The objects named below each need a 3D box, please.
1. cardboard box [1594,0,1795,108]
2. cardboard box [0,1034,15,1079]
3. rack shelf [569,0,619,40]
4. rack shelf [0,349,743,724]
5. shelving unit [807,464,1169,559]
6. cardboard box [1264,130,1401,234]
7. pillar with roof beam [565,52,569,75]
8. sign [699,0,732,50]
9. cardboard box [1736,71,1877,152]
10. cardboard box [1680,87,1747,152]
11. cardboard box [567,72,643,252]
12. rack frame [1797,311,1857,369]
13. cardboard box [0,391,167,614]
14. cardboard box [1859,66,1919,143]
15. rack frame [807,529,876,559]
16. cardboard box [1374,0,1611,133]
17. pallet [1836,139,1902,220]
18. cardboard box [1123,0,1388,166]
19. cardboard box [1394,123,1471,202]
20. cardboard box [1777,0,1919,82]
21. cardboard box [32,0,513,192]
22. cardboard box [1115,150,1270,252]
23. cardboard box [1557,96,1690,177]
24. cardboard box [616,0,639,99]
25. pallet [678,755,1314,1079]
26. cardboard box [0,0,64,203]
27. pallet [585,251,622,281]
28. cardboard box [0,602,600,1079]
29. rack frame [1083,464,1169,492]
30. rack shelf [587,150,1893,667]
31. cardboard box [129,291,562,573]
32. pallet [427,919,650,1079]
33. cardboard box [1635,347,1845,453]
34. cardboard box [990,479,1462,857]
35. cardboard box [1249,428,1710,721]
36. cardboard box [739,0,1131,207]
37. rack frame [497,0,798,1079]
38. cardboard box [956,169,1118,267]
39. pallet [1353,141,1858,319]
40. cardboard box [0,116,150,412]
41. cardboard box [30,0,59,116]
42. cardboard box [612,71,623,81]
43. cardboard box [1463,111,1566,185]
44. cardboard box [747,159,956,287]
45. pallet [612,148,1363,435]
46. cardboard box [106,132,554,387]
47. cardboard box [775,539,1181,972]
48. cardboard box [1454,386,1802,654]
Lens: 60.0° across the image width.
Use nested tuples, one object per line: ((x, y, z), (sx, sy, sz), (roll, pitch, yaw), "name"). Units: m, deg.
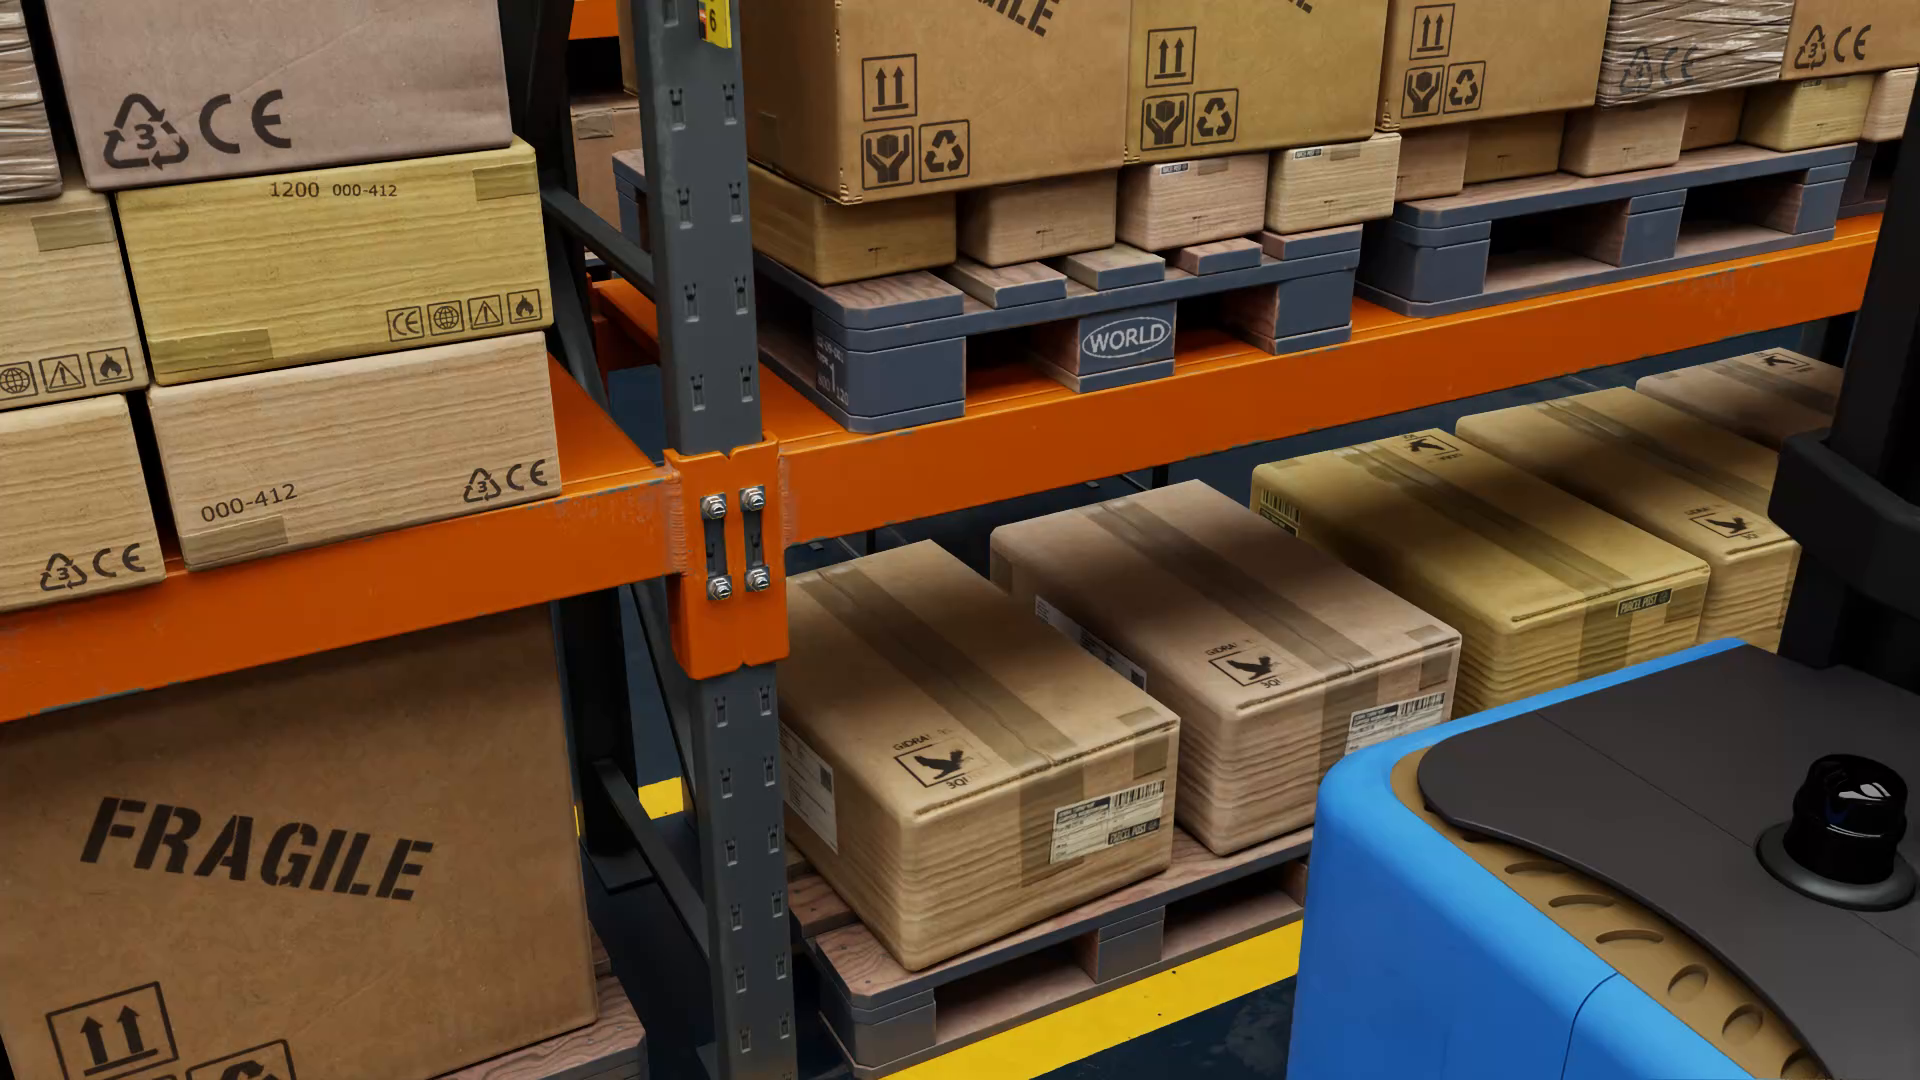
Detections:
((1.290, -1.174, 3.284), (0.500, 0.500, 0.500), (-14, 29, -27), "cardboard box")
((-2.020, 0.574, 2.558), (0.875, 0.875, 0.875), (-13, 28, -24), "cardboard box")
((-1.157, -2.461, 7.742), (4.000, 0.370, 1.077), (-13, 29, -25), "rack shelf")
((-2.347, 0.248, 2.099), (4.000, 0.370, 1.077), (-13, 29, -25), "rack shelf")
((0.075, -0.693, 4.962), (1.048, 1.500, 0.538), (-13, 29, -25), "shelving unit")
((0.573, -0.686, 3.018), (0.250, 0.149, 0.380), (-13, 28, -25), "cardboard box")
((-0.169, -4.048, 3.285), (0.400, 9.000, 9.100), (-13, 29, -25), "pillar with roof beam")
((-0.318, -0.794, 2.101), (0.005, 0.325, 0.100), (-13, 29, -25), "sign")
((1.716, -0.962, 3.592), (0.250, 0.149, 0.380), (-13, 29, -25), "cardboard box")
((1.435, -0.947, 3.562), (0.250, 0.149, 0.380), (-14, 29, -27), "cardboard box")
((-1.792, -1.755, 7.698), (0.625, 0.625, 0.875), (-12, 28, -23), "cardboard box")
((2.947, -1.298, 4.488), (0.127, 3.000, 1.000), (-13, 29, -25), "rack frame")
((-1.350, -0.104, 2.173), (0.500, 0.250, 0.500), (-12, 28, -24), "cardboard box")
((1.948, -0.998, 3.667), (0.250, 0.149, 0.380), (-13, 28, -25), "cardboard box")
((-0.373, -0.590, 4.746), (0.032, 1.500, 0.500), (-13, 29, -25), "rack frame")
((0.845, -1.075, 3.078), (0.500, 0.500, 0.500), (-12, 28, -24), "cardboard box")
((2.204, -1.112, 4.321), (1.213, 0.211, 1.003), (-13, 29, -25), "pallet")
((0.380, -0.964, 2.848), (0.500, 0.500, 0.500), (-11, 28, -22), "cardboard box")
((0.749, -0.765, 3.182), (0.250, 0.149, 0.380), (-11, 28, -22), "cardboard box")
((1.752, -1.281, 3.507), (0.500, 0.500, 0.500), (-12, 28, -23), "cardboard box")
((-0.916, -0.774, 2.126), (0.500, 0.500, 0.500), (-14, 29, -26), "cardboard box")
((0.320, -0.638, 2.917), (0.250, 0.149, 0.380), (-15, 29, -28), "cardboard box")
((1.241, -0.865, 3.392), (0.250, 0.149, 0.380), (-12, 28, -23), "cardboard box")
((-0.312, -1.051, 3.028), (0.500, 0.500, 0.500), (-14, 29, -27), "cardboard box")
((0.108, 0.615, 3.725), (1.213, 0.211, 1.003), (-13, 29, -25), "pallet")
((-1.364, -0.666, 1.902), (0.500, 0.500, 0.500), (-12, 28, -24), "cardboard box")
((-2.177, -1.274, 7.660), (1.213, 0.211, 1.003), (-13, 29, -25), "pallet")
((-1.231, 0.394, 2.933), (0.875, 0.875, 0.875), (-13, 29, -26), "cardboard box")
((0.524, -0.797, 5.177), (0.032, 1.500, 0.500), (-13, 29, -25), "rack frame")
((1.182, -0.566, 3.795), (4.000, 0.370, 1.077), (-13, 29, -25), "rack shelf")
((-0.906, -0.214, 2.403), (0.500, 0.250, 0.500), (-14, 29, -27), "cardboard box")
((-1.314, 0.905, 3.120), (1.213, 0.211, 1.003), (-13, 29, -25), "pallet")
((2.485, -0.195, 4.741), (0.625, 0.372, 0.950), (-13, 28, -24), "cardboard box")
((0.568, 0.247, 3.820), (0.625, 0.372, 0.950), (-14, 29, -26), "cardboard box")
((1.240, 0.095, 4.137), (0.625, 0.372, 0.950), (-12, 28, -23), "cardboard box")
((-0.076, -0.855, 2.621), (0.500, 0.500, 0.500), (-14, 29, -27), "cardboard box")
((-0.582, -0.483, 2.791), (0.127, 3.000, 1.000), (-13, 29, -25), "rack frame")
((0.057, -0.599, 2.838), (0.250, 0.149, 0.380), (-15, 29, -28), "cardboard box")
((1.145, -0.816, 3.705), (1.213, 0.211, 1.003), (-13, 29, -25), "pallet")
((-1.341, -0.340, 2.087), (0.500, 0.250, 0.500), (-14, 29, -26), "cardboard box")
((-1.566, -0.867, 2.320), (0.500, 0.500, 0.500), (-13, 28, -25), "cardboard box")
((-1.198, -1.892, 7.984), (0.625, 0.625, 0.875), (-14, 29, -27), "cardboard box")
((0.979, -0.837, 3.333), (0.250, 0.149, 0.380), (-12, 28, -23), "cardboard box")
((-0.208, -0.555, 2.745), (0.250, 0.149, 0.380), (-15, 29, -28), "cardboard box")
((-0.004, -0.583, 3.220), (1.003, 0.211, 1.213), (-13, 29, -25), "pallet")
((-0.890, -0.445, 2.308), (0.500, 0.250, 0.500), (-13, 29, -25), "cardboard box")
((-0.079, 0.401, 3.501), (0.625, 0.372, 0.950), (-15, 30, -29), "cardboard box")
((1.853, -0.047, 4.434), (0.625, 0.372, 0.950), (-11, 28, -22), "cardboard box")
